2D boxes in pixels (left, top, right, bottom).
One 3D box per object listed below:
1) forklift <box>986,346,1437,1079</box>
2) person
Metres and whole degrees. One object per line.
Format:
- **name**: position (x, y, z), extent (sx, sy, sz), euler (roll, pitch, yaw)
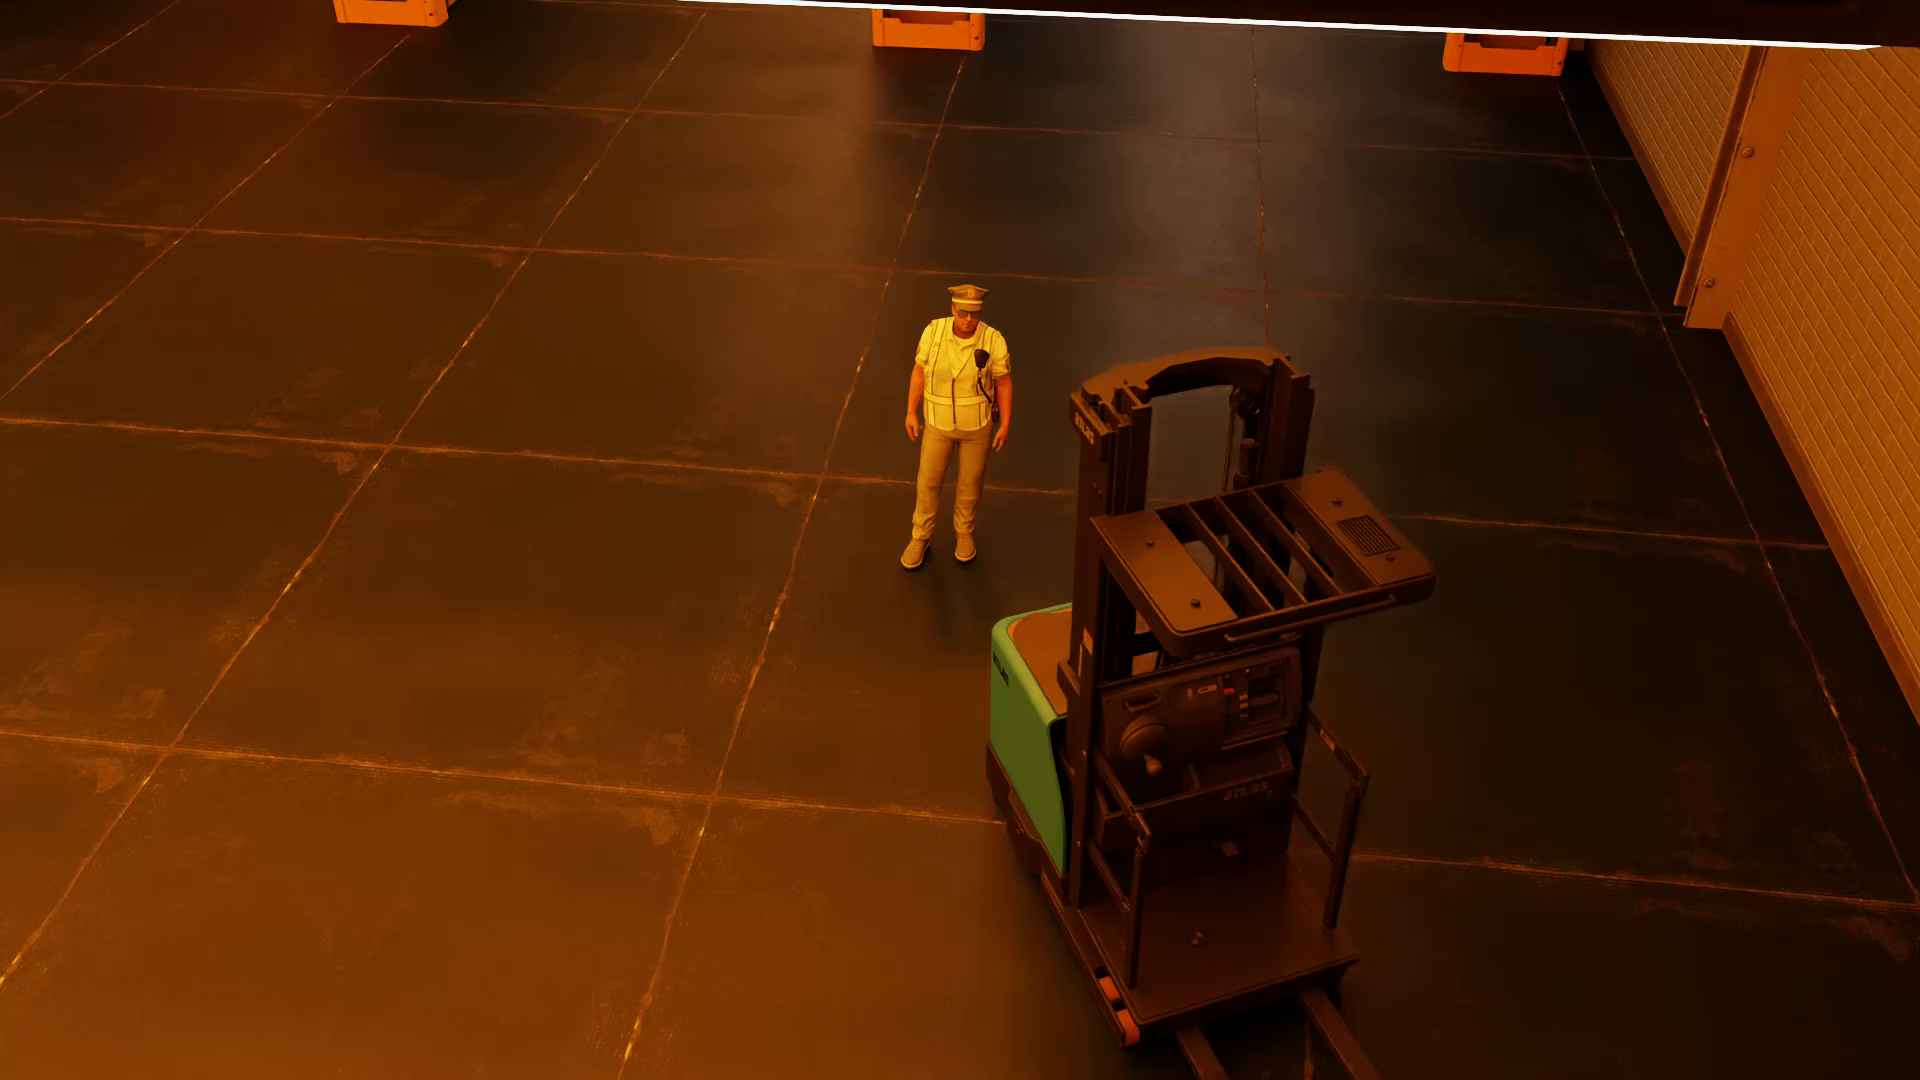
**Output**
- **forklift**: position (1.114, 0.803, 6.941), extent (1.130, 2.935, 3.031), euler (-12, 38, -16)
- **person**: position (-0.021, -0.678, 9.905), extent (0.641, 1.780, 0.574), euler (4, 37, 6)
